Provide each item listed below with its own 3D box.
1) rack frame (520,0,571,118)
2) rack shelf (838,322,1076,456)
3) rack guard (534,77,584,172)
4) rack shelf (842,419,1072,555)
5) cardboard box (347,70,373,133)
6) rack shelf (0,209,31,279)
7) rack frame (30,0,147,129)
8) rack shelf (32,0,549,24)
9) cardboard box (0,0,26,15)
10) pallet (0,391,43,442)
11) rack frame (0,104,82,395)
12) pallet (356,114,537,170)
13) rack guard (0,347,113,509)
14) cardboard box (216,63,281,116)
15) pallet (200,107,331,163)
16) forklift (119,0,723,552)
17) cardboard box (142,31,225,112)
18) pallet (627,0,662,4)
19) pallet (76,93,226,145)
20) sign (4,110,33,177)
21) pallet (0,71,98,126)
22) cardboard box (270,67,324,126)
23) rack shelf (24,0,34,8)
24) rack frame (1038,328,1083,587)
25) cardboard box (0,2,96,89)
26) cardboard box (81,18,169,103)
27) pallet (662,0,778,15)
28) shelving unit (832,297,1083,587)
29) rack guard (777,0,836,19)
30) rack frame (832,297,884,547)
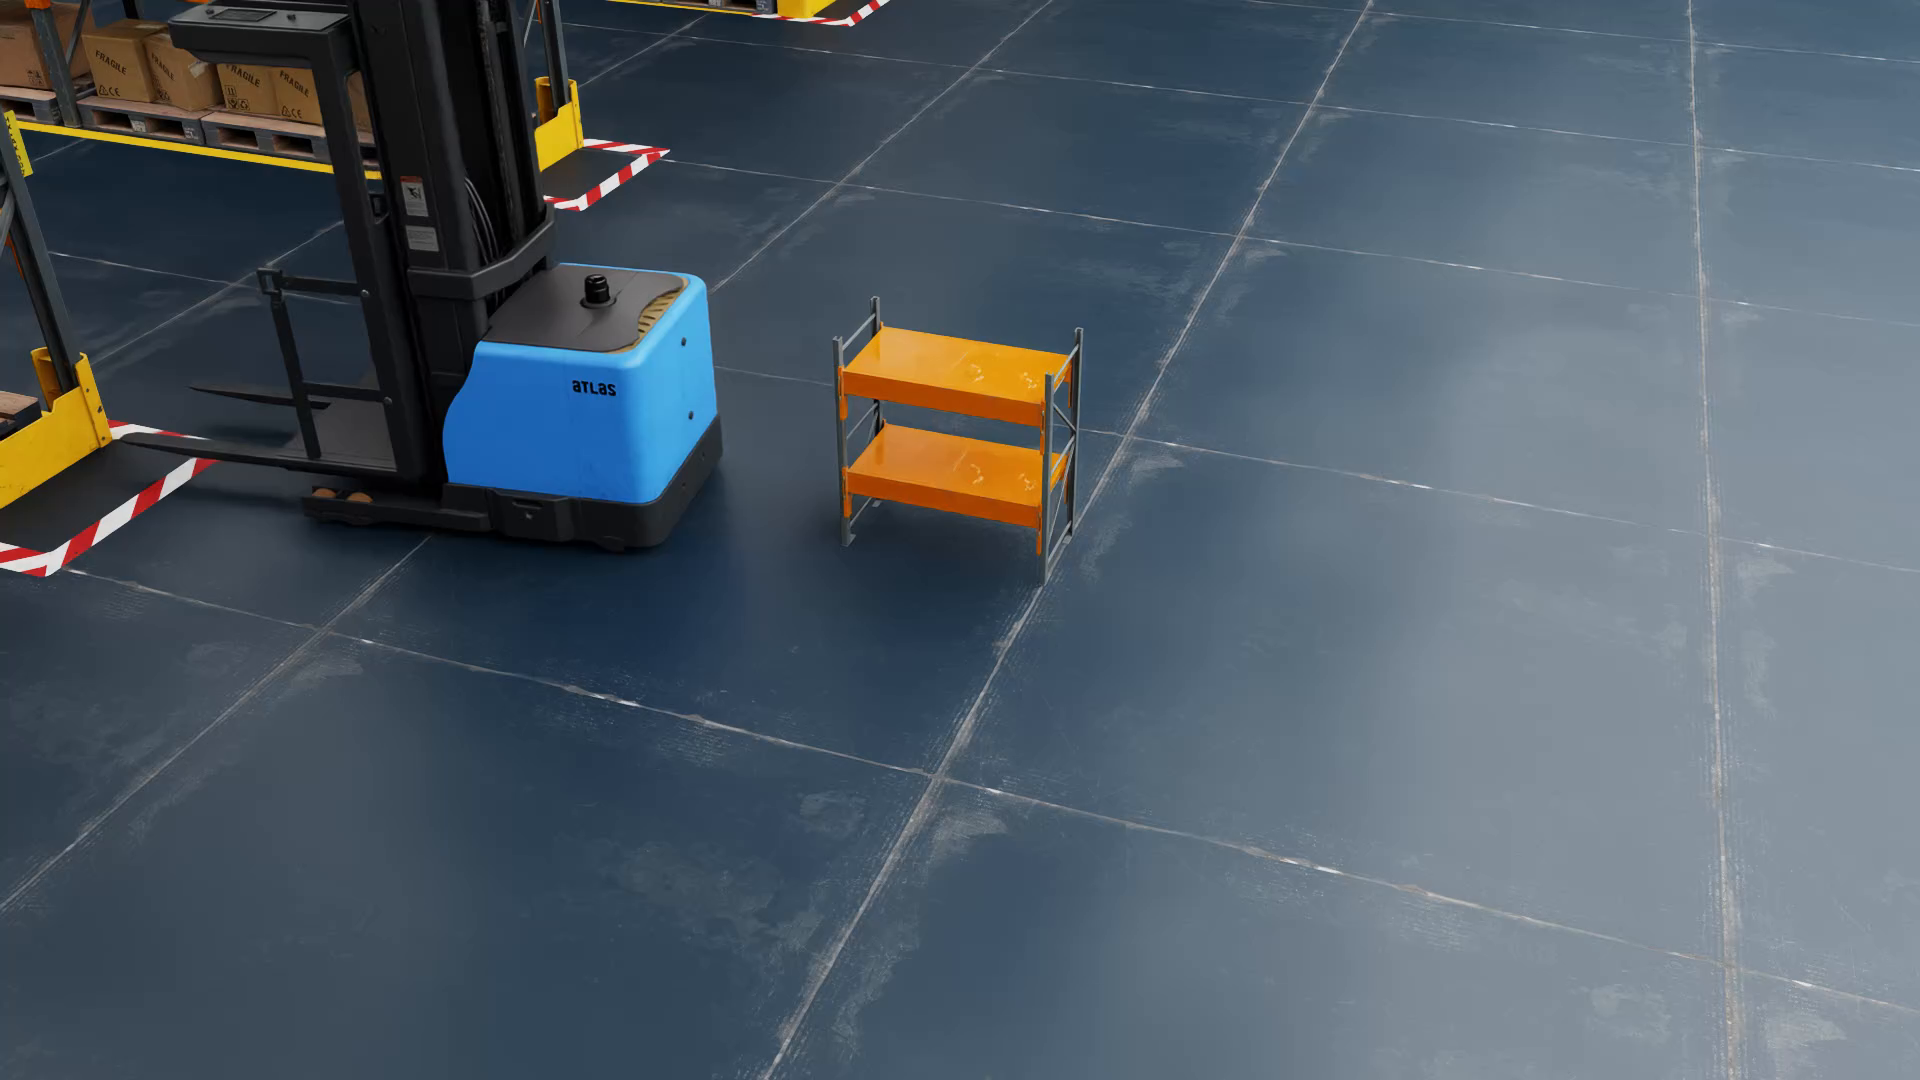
[{"bbox_3d":[-3.219,-4.096,11.828,0.127,3.000,1.000,11,34,16],"label":"rack frame"},{"bbox_3d":[-0.006,-0.720,7.788,1.000,0.278,0.538,11,34,16],"label":"rack shelf"},{"bbox_3d":[-3.291,-3.060,12.528,0.348,0.500,1.175,11,34,16],"label":"rack guard"},{"bbox_3d":[-0.006,-0.268,8.079,1.000,0.278,0.538,11,34,16],"label":"rack shelf"},{"bbox_3d":[-4.376,-3.437,12.725,0.500,0.500,0.500,21,38,29],"label":"cardboard box"},{"bbox_3d":[-6.773,-1.631,8.673,4.000,0.370,1.077,11,34,16],"label":"rack shelf"},{"bbox_3d":[-6.985,-4.828,12.962,0.127,3.000,1.000,11,34,16],"label":"rack frame"},{"bbox_3d":[-5.102,-4.160,12.590,4.000,0.370,1.077,11,34,16],"label":"rack shelf"},{"bbox_3d":[-7.998,-4.183,13.862,0.500,0.500,0.700,11,34,16],"label":"cardboard box"},{"bbox_3d":[-5.741,-0.537,8.886,1.213,0.211,1.003,11,34,16],"label":"pallet"},{"bbox_3d":[-4.890,-1.567,7.911,0.127,3.000,1.000,11,34,16],"label":"rack frame"},{"bbox_3d":[-4.044,-3.105,12.864,1.213,0.211,1.003,11,34,16],"label":"pallet"},{"bbox_3d":[-4.978,-0.507,8.574,0.348,0.500,1.175,11,34,16],"label":"rack guard"},{"bbox_3d":[-5.469,-3.686,13.111,0.500,0.500,0.500,8,34,12],"label":"cardboard box"},{"bbox_3d":[-5.188,-3.329,13.212,1.213,0.211,1.003,11,34,16],"label":"pallet"},{"bbox_3d":[-2.828,-1.572,7.983,3.031,2.935,1.130,7,33,10],"label":"forklift"},{"bbox_3d":[-6.080,-3.760,13.225,0.500,0.500,0.500,23,39,31],"label":"cardboard box"},{"bbox_3d":[-3.375,-5.769,16.991,1.213,0.211,1.003,11,34,16],"label":"pallet"},{"bbox_3d":[-6.341,-3.551,13.556,1.213,0.211,1.003,11,34,16],"label":"pallet"},{"bbox_3d":[-4.701,-1.963,8.270,0.005,0.325,0.100,11,34,16],"label":"sign"},{"bbox_3d":[-7.718,-3.798,13.938,1.213,0.211,1.003,11,34,16],"label":"pallet"},{"bbox_3d":[-4.959,-3.561,12.917,0.500,0.500,0.500,14,35,21],"label":"cardboard box"},{"bbox_3d":[-8.868,-4.892,13.724,4.000,0.370,1.077,11,34,16],"label":"rack shelf"},{"bbox_3d":[0.472,-0.381,7.803,0.032,1.125,0.500,11,34,16],"label":"rack frame"},{"bbox_3d":[-7.556,-4.086,13.712,0.500,0.500,0.700,8,34,13],"label":"cardboard box"},{"bbox_3d":[-6.622,-3.860,13.381,0.500,0.500,0.500,10,34,15],"label":"cardboard box"},{"bbox_3d":[-2.230,-5.545,16.644,1.213,0.211,1.003,11,34,16],"label":"pallet"},{"bbox_3d":[-0.006,-0.474,7.947,1.048,1.125,0.538,11,34,16],"label":"shelving unit"},{"bbox_3d":[-1.428,-5.555,16.394,0.348,0.500,1.175,11,34,16],"label":"rack guard"},{"bbox_3d":[-0.485,-0.567,8.091,0.032,1.125,0.500,11,34,16],"label":"rack frame"}]
